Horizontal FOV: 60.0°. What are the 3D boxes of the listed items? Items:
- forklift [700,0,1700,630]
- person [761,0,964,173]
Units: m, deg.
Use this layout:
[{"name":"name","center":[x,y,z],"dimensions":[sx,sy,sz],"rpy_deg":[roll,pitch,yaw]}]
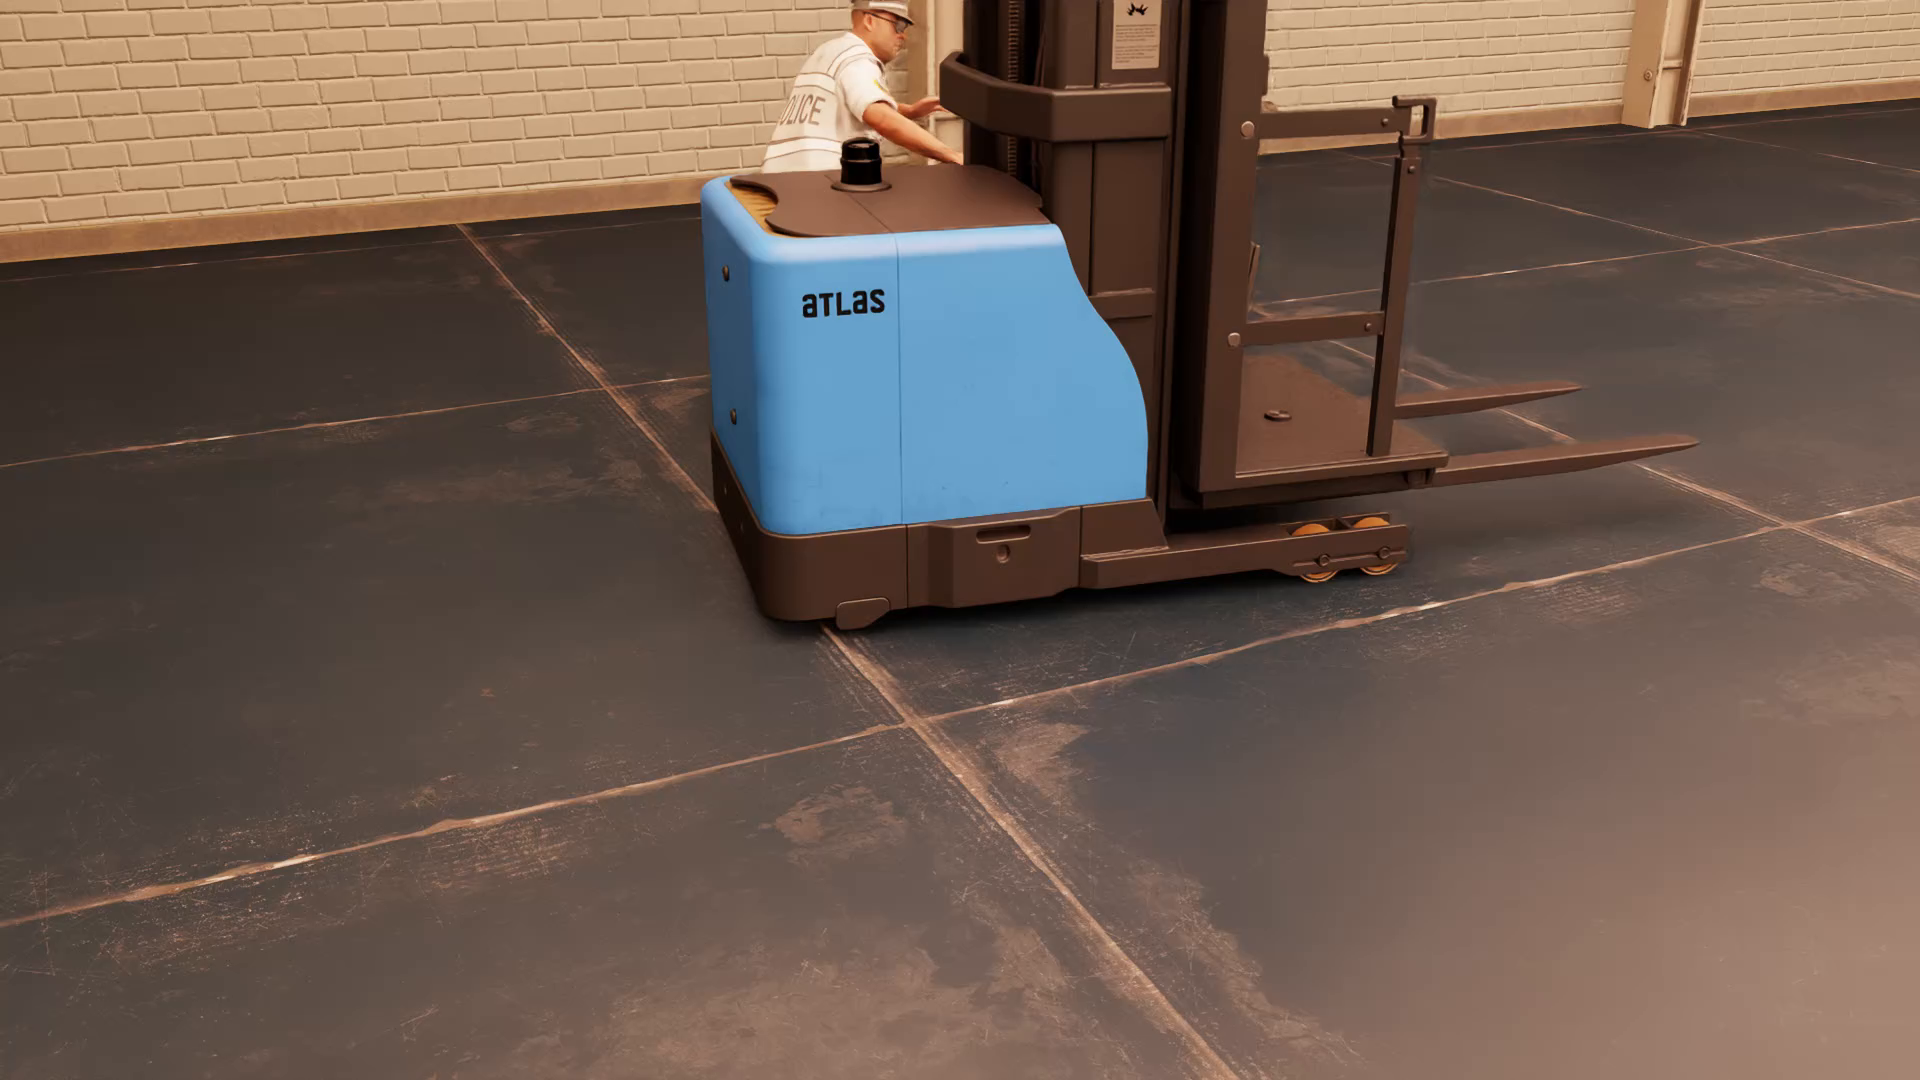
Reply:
[{"name":"forklift","center":[0.802,-1.418,4.699],"dimensions":[3.031,2.935,1.130],"rpy_deg":[-6,23,-15]},{"name":"person","center":[-0.246,-1.263,6.170],"dimensions":[0.999,1.515,0.936],"rpy_deg":[20,30,39]}]
